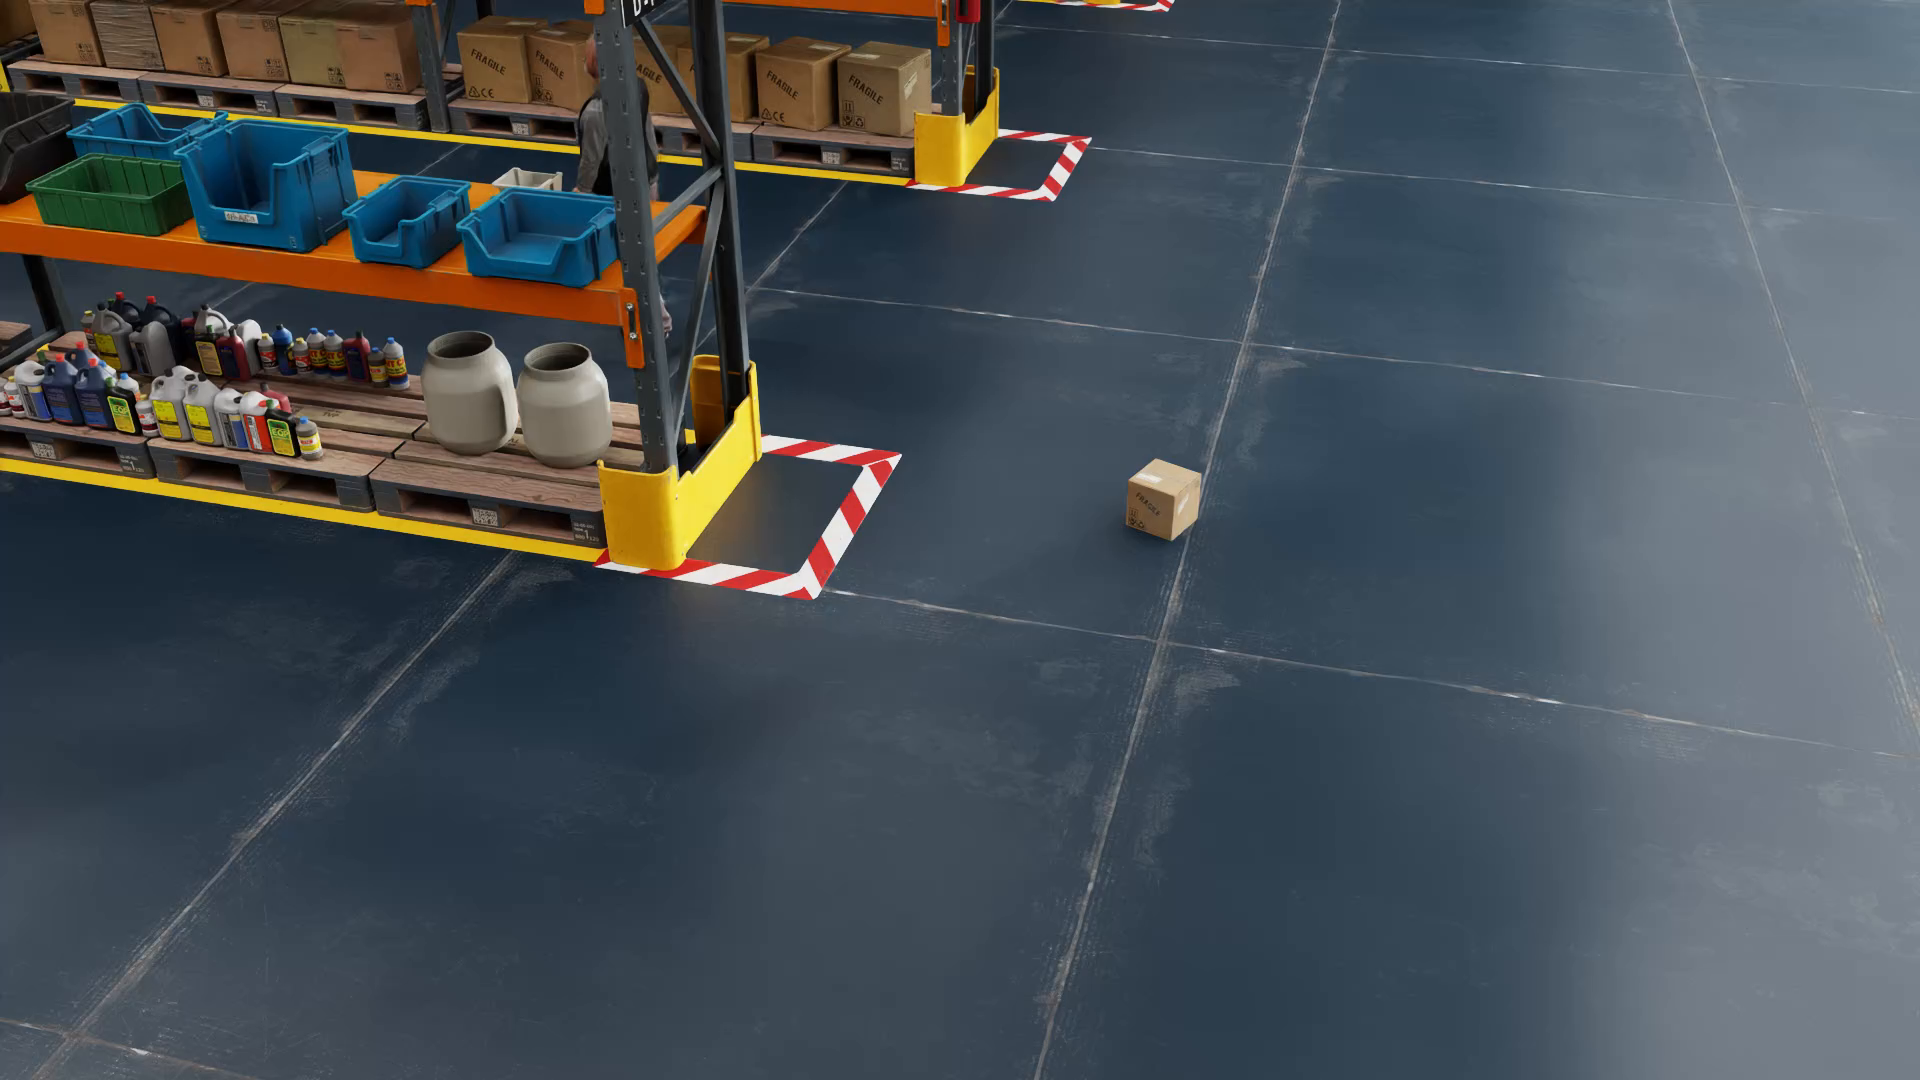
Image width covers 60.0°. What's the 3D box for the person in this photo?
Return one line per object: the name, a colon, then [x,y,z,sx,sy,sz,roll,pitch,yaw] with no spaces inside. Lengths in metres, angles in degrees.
person: [-1.862,-1.894,9.118,0.505,1.756,0.540,9,34,14]
